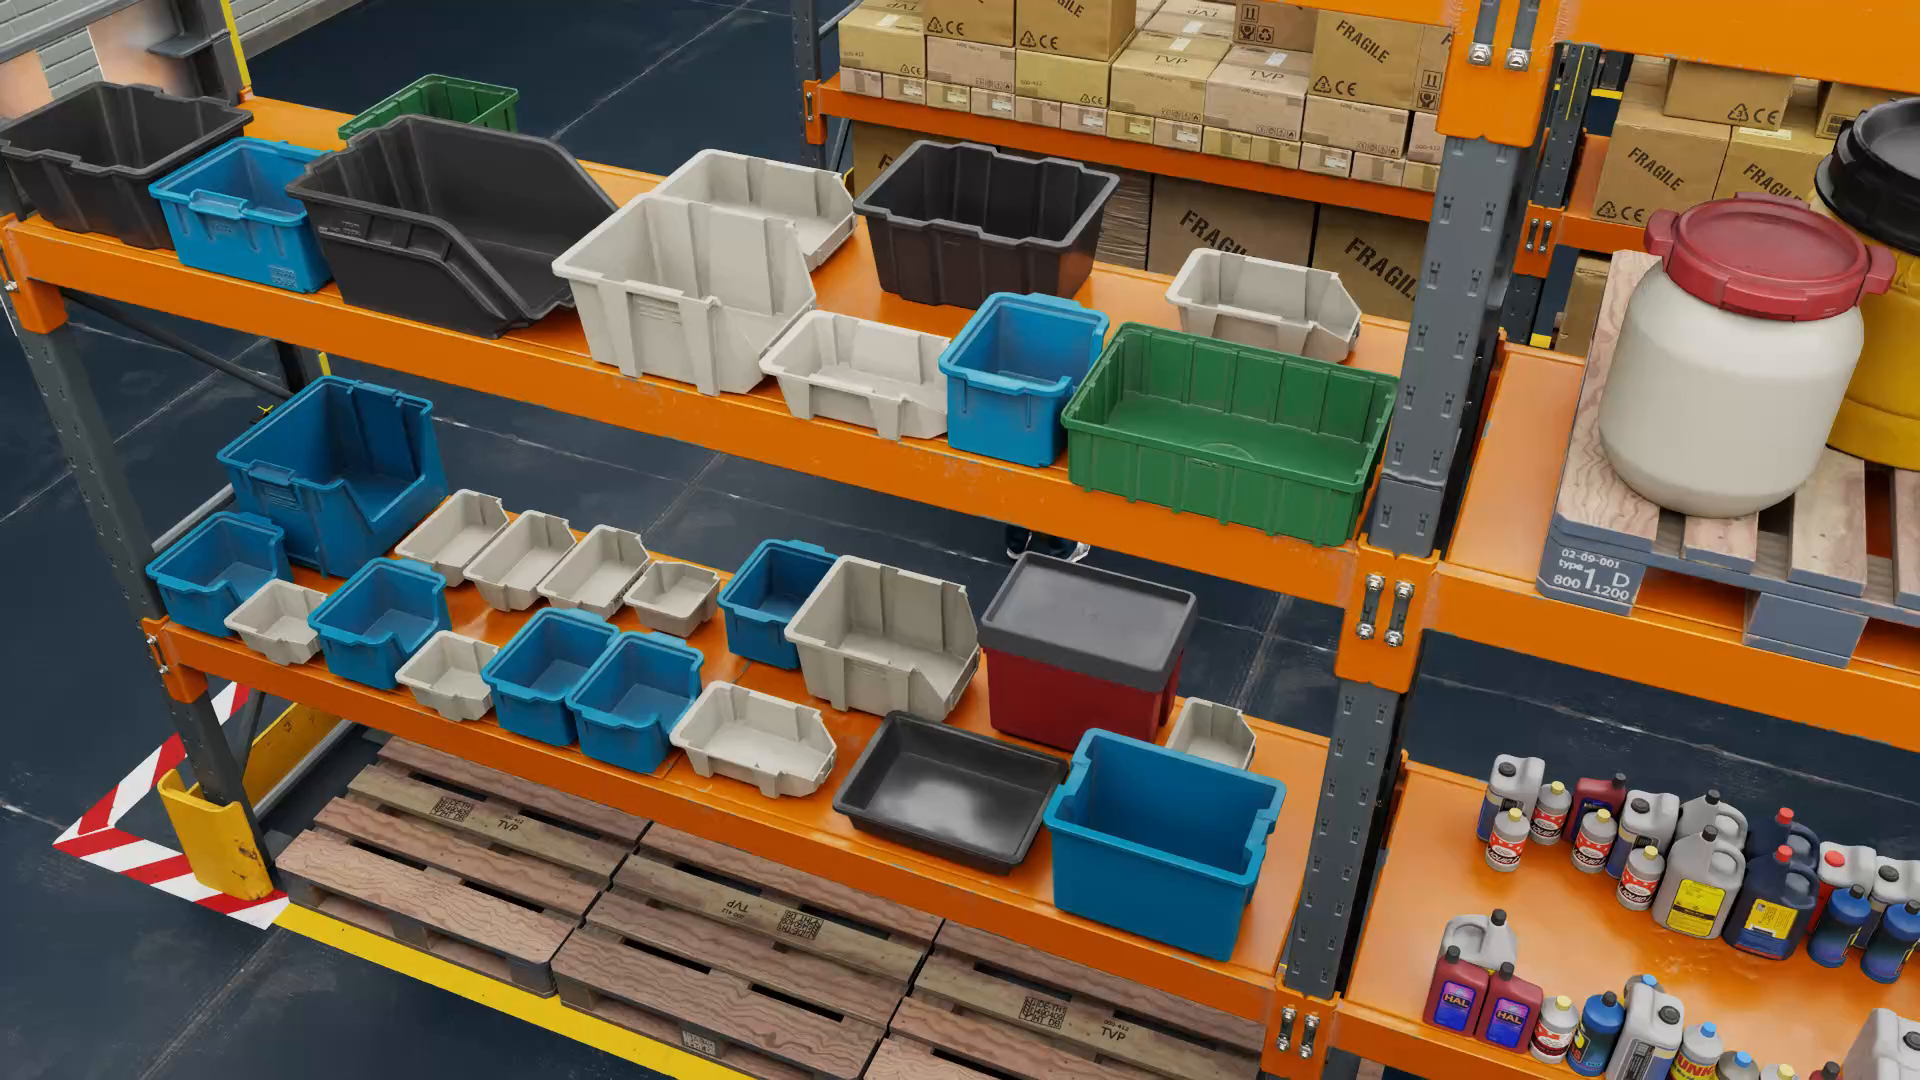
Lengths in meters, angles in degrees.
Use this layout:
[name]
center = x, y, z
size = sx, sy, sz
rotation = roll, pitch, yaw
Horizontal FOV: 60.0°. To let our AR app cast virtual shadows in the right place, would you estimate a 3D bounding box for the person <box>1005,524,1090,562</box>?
[person]
center = 0.365, -0.561, 7.545
size = 0.482, 1.591, 0.347
rotation = 12, 40, 15
